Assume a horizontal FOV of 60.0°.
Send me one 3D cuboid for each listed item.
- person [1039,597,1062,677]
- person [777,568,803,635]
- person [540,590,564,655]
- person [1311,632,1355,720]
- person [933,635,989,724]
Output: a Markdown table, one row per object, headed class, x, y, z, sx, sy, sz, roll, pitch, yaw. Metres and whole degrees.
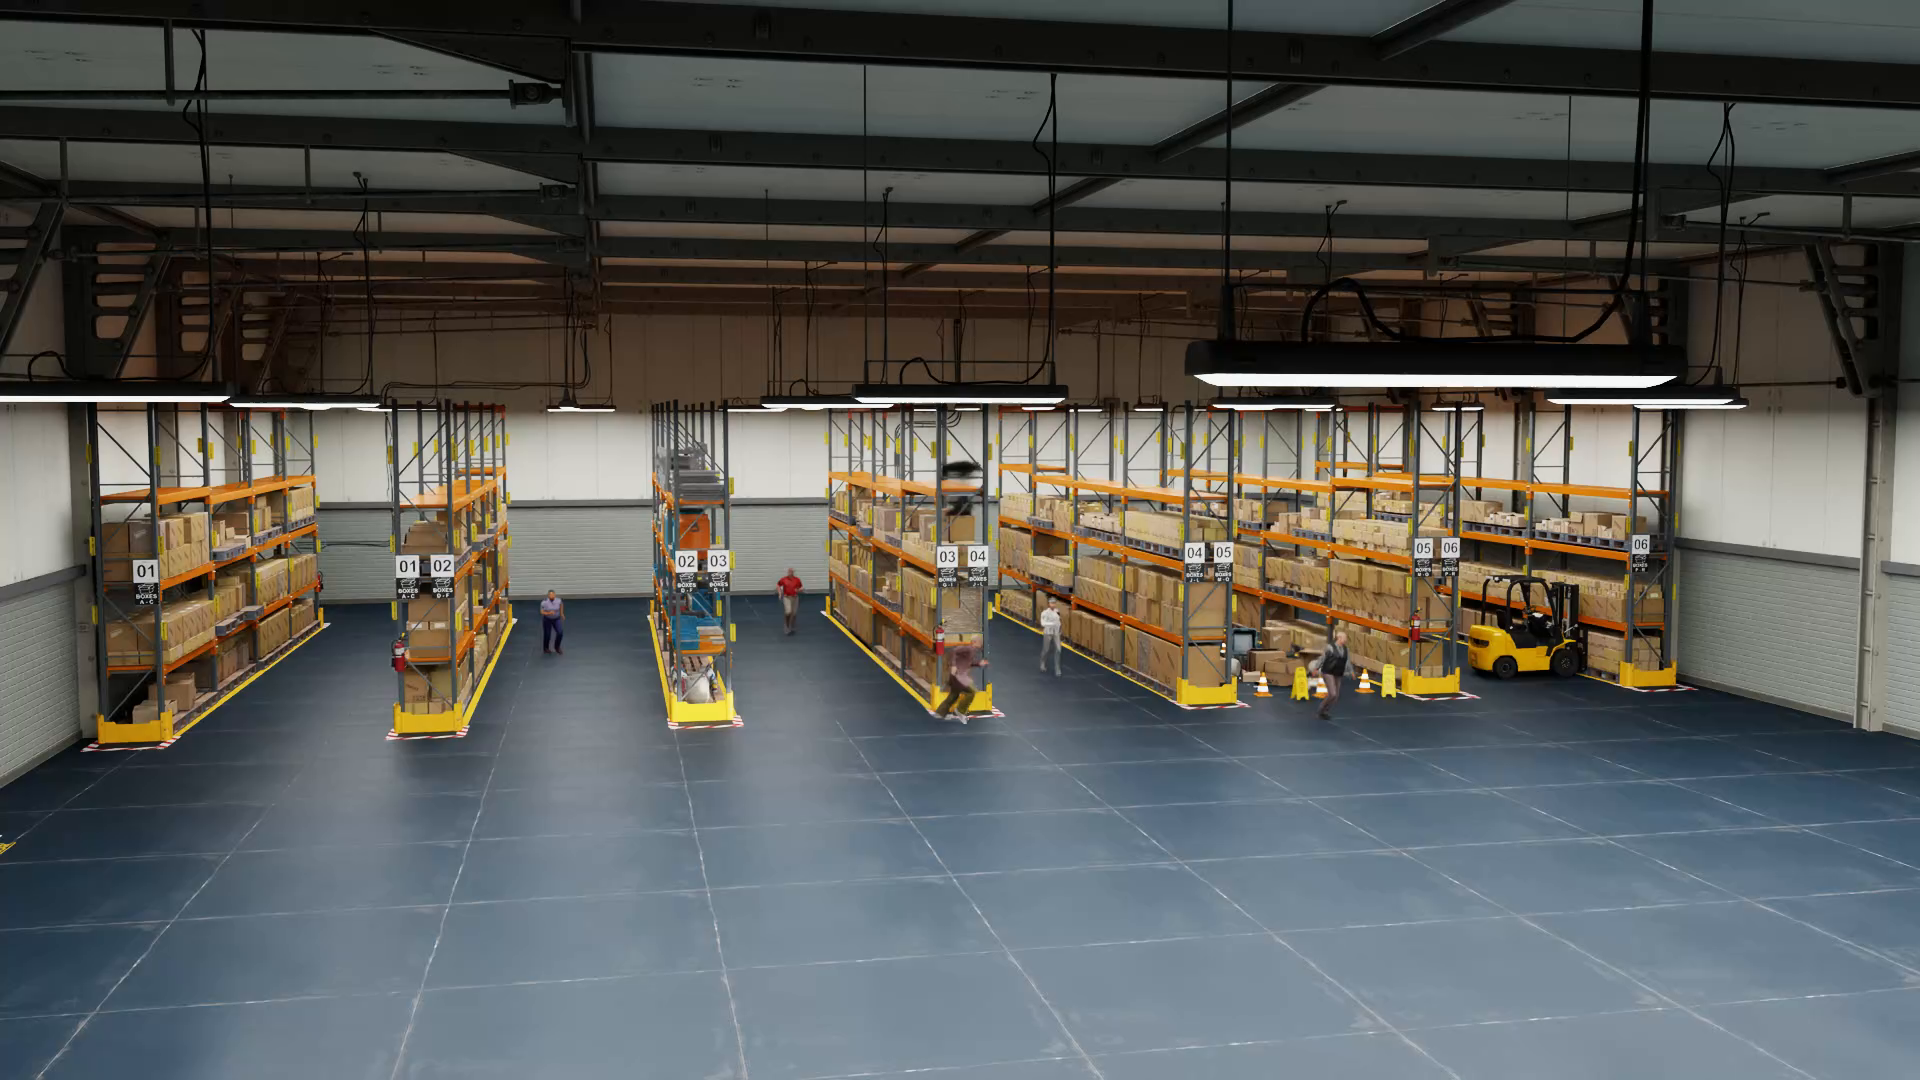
| class | x | y | z | sx | sy | sz | roll | pitch | yaw |
| --- | --- | --- | --- | --- | --- | --- | --- | --- | --- |
| person | 2.006 | 2.107 | 36.679 | 0.593 | 1.742 | 0.843 | -2 | 5 | -22 |
| person | -4.412 | 1.605 | 43.406 | 0.636 | 1.766 | 0.722 | -2 | 5 | -19 |
| person | -9.717 | 1.958 | 39.627 | 0.614 | 1.586 | 0.912 | -2 | 5 | -27 |
| person | 7.014 | 2.542 | 31.146 | 0.657 | 1.680 | 0.654 | -3 | 5 | -33 |
| person | 0.001 | 2.593 | 30.798 | 1.042 | 1.690 | 0.756 | 1 | 4 | 15 |
